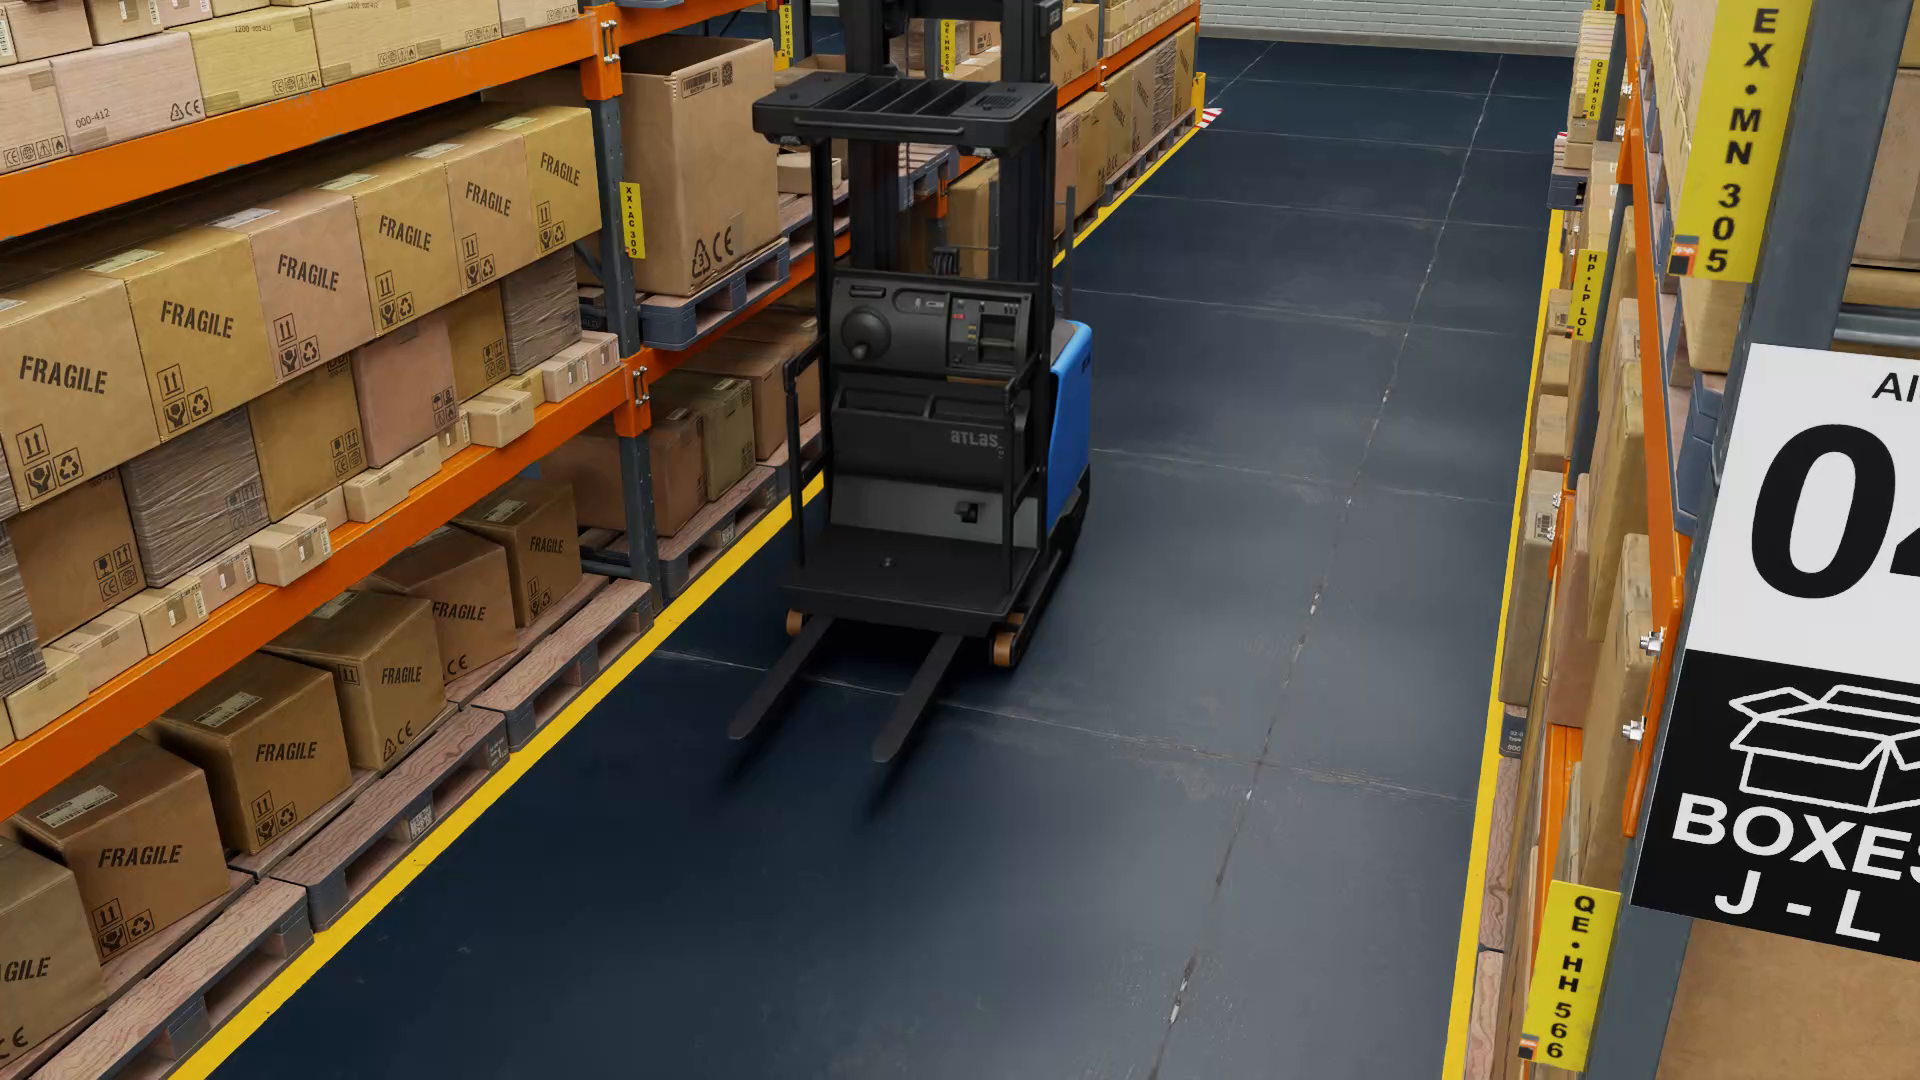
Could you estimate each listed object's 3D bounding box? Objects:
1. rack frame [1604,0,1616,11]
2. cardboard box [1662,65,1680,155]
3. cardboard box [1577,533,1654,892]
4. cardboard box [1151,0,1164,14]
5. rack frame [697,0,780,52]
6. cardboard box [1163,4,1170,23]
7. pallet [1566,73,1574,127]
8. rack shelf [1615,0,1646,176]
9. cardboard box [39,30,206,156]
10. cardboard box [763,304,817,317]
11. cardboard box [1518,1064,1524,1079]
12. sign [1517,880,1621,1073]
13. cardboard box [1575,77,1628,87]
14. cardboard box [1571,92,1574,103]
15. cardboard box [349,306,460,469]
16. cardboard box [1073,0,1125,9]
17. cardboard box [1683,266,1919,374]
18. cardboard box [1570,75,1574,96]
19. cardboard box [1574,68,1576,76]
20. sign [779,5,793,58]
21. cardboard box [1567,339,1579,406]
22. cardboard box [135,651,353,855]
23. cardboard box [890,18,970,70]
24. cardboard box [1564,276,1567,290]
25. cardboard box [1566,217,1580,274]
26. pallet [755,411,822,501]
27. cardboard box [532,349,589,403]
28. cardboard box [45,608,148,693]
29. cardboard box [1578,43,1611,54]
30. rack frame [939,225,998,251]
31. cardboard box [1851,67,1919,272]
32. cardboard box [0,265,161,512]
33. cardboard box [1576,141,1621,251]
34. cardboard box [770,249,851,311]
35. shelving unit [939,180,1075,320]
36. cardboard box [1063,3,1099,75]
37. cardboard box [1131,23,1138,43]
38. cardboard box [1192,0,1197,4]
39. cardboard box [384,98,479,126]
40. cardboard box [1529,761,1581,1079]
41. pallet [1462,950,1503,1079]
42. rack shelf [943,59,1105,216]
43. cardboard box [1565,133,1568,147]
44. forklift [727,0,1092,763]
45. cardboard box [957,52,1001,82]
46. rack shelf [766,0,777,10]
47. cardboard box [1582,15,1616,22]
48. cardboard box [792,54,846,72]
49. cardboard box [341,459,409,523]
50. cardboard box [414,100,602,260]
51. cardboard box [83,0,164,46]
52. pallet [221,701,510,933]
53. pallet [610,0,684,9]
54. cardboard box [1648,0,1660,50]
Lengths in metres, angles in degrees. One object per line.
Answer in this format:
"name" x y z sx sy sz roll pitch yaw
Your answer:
"rack frame" 5.380 -3.586 12.714 1.000 3.000 0.127 9 27 17
"cardboard box" 1.601 -0.833 3.279 0.380 0.149 0.250 9 27 18
"cardboard box" 1.643 0.406 3.059 0.875 0.550 0.550 9 27 17
"cardboard box" 1.649 -5.187 15.852 0.500 0.250 0.500 9 27 18
"rack frame" -2.603 -6.709 19.164 1.000 3.000 0.127 9 27 17
"cardboard box" 1.835 -5.157 16.247 0.380 0.149 0.250 9 27 18
"pallet" 4.989 -3.207 12.151 1.003 0.211 1.213 9 27 17
"rack shelf" 3.384 -2.147 7.125 1.077 0.370 4.000 9 27 17
"cardboard box" -2.518 -1.274 4.670 0.500 0.250 0.500 9 27 17
"cardboard box" -0.971 -1.268 10.290 0.700 0.500 0.500 6 27 13
"cardboard box" 1.550 1.824 3.496 0.875 0.875 0.875 9 27 18
"sign" 0.880 0.633 2.400 0.100 0.325 0.005 9 27 17
"cardboard box" 3.866 -2.657 9.919 0.380 0.149 0.250 8 27 17
"cardboard box" 4.040 -2.742 10.437 0.380 0.149 0.250 9 27 18
"cardboard box" -2.405 -0.642 6.177 0.875 0.500 0.500 9 27 17
"cardboard box" 1.137 -4.910 14.420 0.500 0.500 0.500 9 27 17
"cardboard box" 1.178 -0.311 2.201 0.380 0.149 0.250 9 27 17
"cardboard box" 4.473 -3.142 11.604 0.380 0.149 0.250 8 27 15
"cardboard box" 4.472 -3.270 11.526 0.380 0.149 0.250 10 28 20
"sign" -1.119 -3.303 10.802 0.100 0.325 0.005 9 27 17
"cardboard box" 2.808 -0.804 6.854 0.500 0.500 0.500 8 27 17
"cardboard box" -2.640 0.761 6.122 0.500 0.500 0.500 11 28 22
"cardboard box" -0.336 -3.498 11.266 0.797 0.503 0.637 10 27 19
"cardboard box" 4.198 -1.527 10.849 0.500 0.500 0.500 10 28 20
"cardboard box" 4.187 -1.872 10.700 0.500 0.250 0.500 9 27 18
"pallet" -1.264 -0.627 9.804 1.003 0.211 1.213 9 27 17
"cardboard box" -1.812 -0.714 7.071 0.380 0.149 0.250 9 27 17
"cardboard box" -2.675 0.309 4.958 0.380 0.149 0.250 9 27 17
"cardboard box" 4.300 -3.192 11.024 0.380 0.149 0.250 10 27 19
"rack frame" 0.135 -0.945 8.980 0.500 1.500 0.032 7 27 14
"cardboard box" 1.286 -0.547 2.229 0.500 0.250 0.500 9 27 18
"cardboard box" -2.644 -0.435 4.604 0.500 0.500 0.500 9 27 17
"cardboard box" 3.645 -1.842 8.997 0.500 0.500 0.500 9 27 18
"cardboard box" -0.956 -1.614 10.145 0.500 0.250 0.500 12 28 23
"shelving unit" 0.276 -1.162 9.428 0.587 1.500 1.083 7 27 14
"cardboard box" 0.838 -4.160 13.785 0.500 0.500 0.500 9 27 18
"cardboard box" 1.409 -4.632 15.162 0.380 0.149 0.250 8 27 16
"cardboard box" 2.260 -5.683 17.335 0.380 0.149 0.250 9 27 18
"cardboard box" -2.315 -1.540 6.885 0.500 0.500 0.500 9 27 17
"cardboard box" 1.630 0.890 3.298 0.875 0.550 0.550 9 27 17
"pallet" 1.987 1.761 4.871 1.003 0.211 1.213 9 27 17
"rack shelf" 0.071 -3.201 12.745 1.077 0.370 4.000 9 27 17
"cardboard box" 3.864 -2.389 10.049 0.380 0.149 0.250 9 27 17
"forklift" -0.194 -0.929 7.306 1.130 2.935 3.031 7 27 14
"cardboard box" -0.007 -3.121 11.638 0.500 0.500 0.500 8 27 16
"rack shelf" -3.269 -5.563 17.623 1.077 0.370 4.000 9 27 17
"cardboard box" 4.728 -3.719 12.113 0.380 0.149 0.250 10 27 19
"cardboard box" -0.736 -2.709 10.307 0.500 0.500 0.500 5 26 11
"cardboard box" -2.233 -0.201 6.011 0.380 0.149 0.250 9 27 17
"cardboard box" -1.816 -1.463 6.727 0.500 0.500 0.500 9 27 17
"cardboard box" -2.482 -1.487 4.651 0.380 0.149 0.250 8 27 15
"pallet" -2.520 0.980 6.484 1.003 0.211 1.213 9 27 17
"pallet" -1.620 -2.563 7.375 1.213 0.211 1.003 9 27 17
"cardboard box" 2.024 -1.357 4.361 0.380 0.149 0.250 8 27 17
